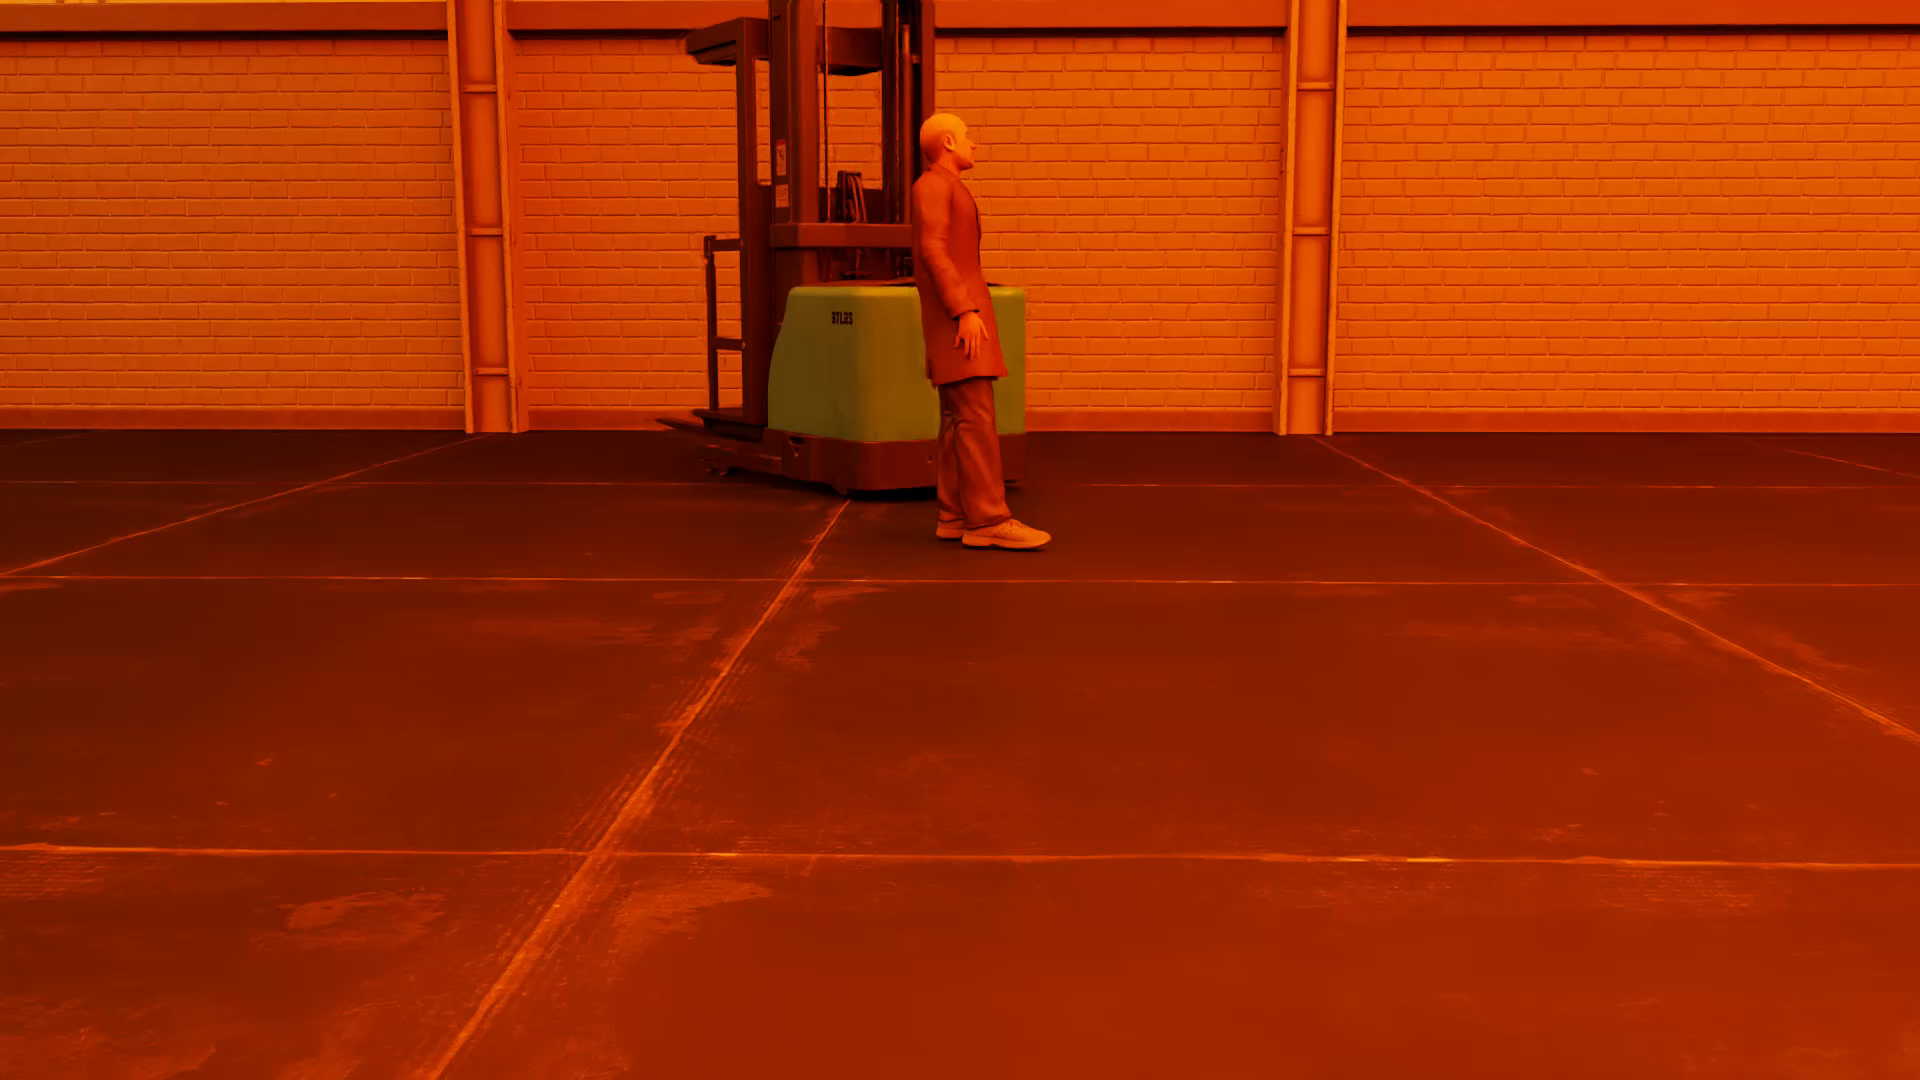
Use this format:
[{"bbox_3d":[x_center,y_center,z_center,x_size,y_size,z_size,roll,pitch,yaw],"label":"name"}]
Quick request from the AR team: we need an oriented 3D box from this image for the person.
[{"bbox_3d":[0.090,-0.885,6.985,0.582,1.776,0.696,0,9,1],"label":"person"}]

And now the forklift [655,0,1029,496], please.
[{"bbox_3d":[-0.869,-1.851,9.542,1.130,2.935,3.031,-6,10,-33],"label":"forklift"}]
